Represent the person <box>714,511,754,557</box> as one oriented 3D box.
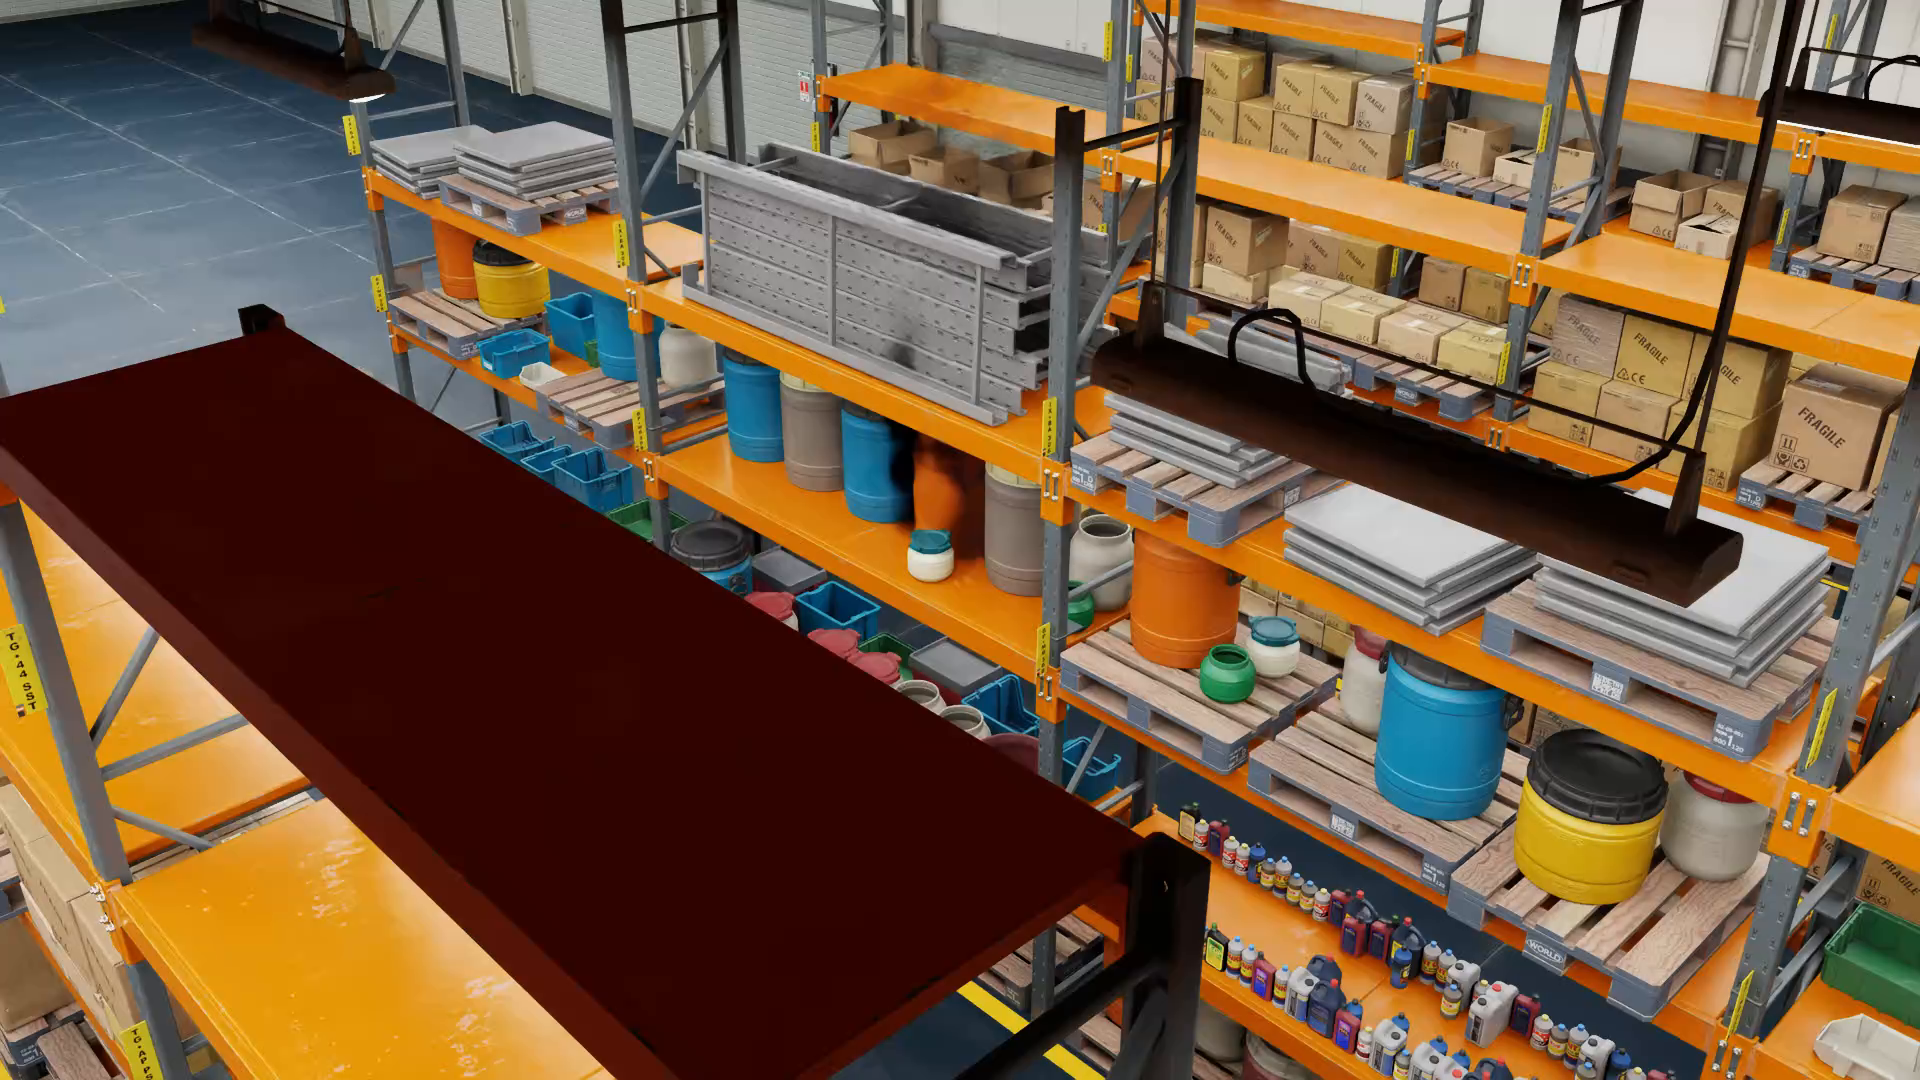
[{"bbox_3d":[-1.971,-0.106,15.299,0.586,1.679,0.659,19,33,31],"label":"person"}]
